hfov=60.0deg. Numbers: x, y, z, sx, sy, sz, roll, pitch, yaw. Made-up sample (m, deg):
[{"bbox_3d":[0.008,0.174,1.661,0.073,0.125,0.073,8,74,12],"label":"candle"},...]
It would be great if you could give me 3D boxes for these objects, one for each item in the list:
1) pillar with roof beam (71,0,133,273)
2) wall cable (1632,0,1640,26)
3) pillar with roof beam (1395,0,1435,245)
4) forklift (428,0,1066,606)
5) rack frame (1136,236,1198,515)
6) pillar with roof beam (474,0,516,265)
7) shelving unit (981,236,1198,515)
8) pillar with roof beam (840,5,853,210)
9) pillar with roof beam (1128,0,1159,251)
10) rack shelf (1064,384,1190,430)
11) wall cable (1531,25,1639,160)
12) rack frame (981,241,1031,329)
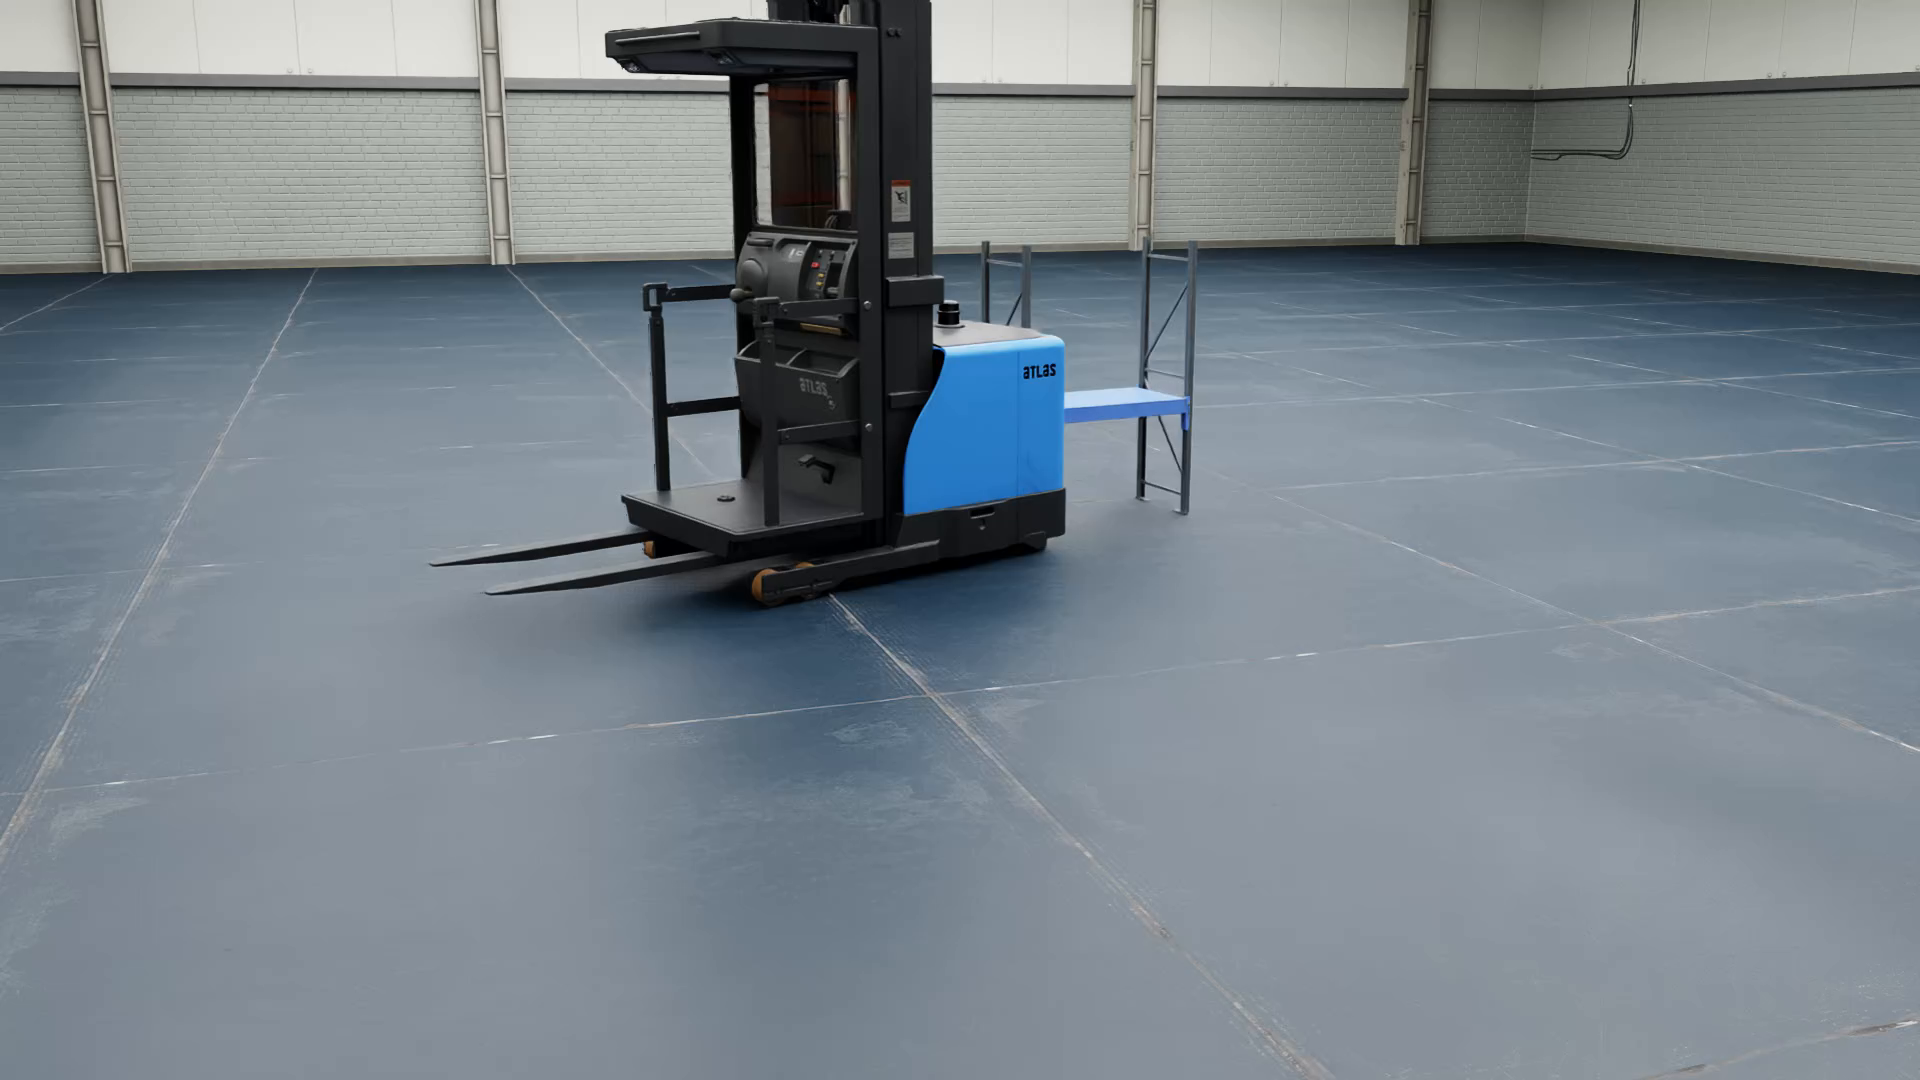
[{"bbox_3d":[-12.180,-7.744,21.754,0.400,9.000,9.100,-4,14,-18],"label":"pillar with roof beam"},{"bbox_3d":[13.270,-10.740,30.146,0.112,2.526,3.097,-4,14,-18],"label":"wall cable"},{"bbox_3d":[10.567,-9.516,29.201,0.400,9.000,9.100,-4,14,-18],"label":"pillar with roof beam"},{"bbox_3d":[-0.932,-1.268,7.638,3.031,2.935,1.130,-10,17,-37],"label":"forklift"},{"bbox_3d":[1.149,-0.924,9.287,0.032,1.500,0.500,-7,15,-26],"label":"rack frame"},{"bbox_3d":[-6.493,-8.187,23.616,0.400,9.000,9.100,-4,14,-18],"label":"pillar with roof beam"},{"bbox_3d":[0.694,-0.872,9.066,1.048,1.500,0.538,-7,15,-26],"label":"shelving unit"},{"bbox_3d":[-0.807,-8.630,25.478,0.400,9.000,9.100,-4,14,-18],"label":"pillar with roof beam"},{"bbox_3d":[4.880,-9.073,27.339,0.400,9.000,9.100,-4,14,-18],"label":"pillar with roof beam"},{"bbox_3d":[0.694,-0.697,9.108,1.000,0.185,0.538,-7,15,-26],"label":"rack shelf"},{"bbox_3d":[12.408,-8.877,33.224,0.112,2.526,3.097,-4,14,-18],"label":"wall cable"},{"bbox_3d":[0.239,-0.819,8.846,0.032,1.500,0.500,-7,15,-26],"label":"rack frame"}]
